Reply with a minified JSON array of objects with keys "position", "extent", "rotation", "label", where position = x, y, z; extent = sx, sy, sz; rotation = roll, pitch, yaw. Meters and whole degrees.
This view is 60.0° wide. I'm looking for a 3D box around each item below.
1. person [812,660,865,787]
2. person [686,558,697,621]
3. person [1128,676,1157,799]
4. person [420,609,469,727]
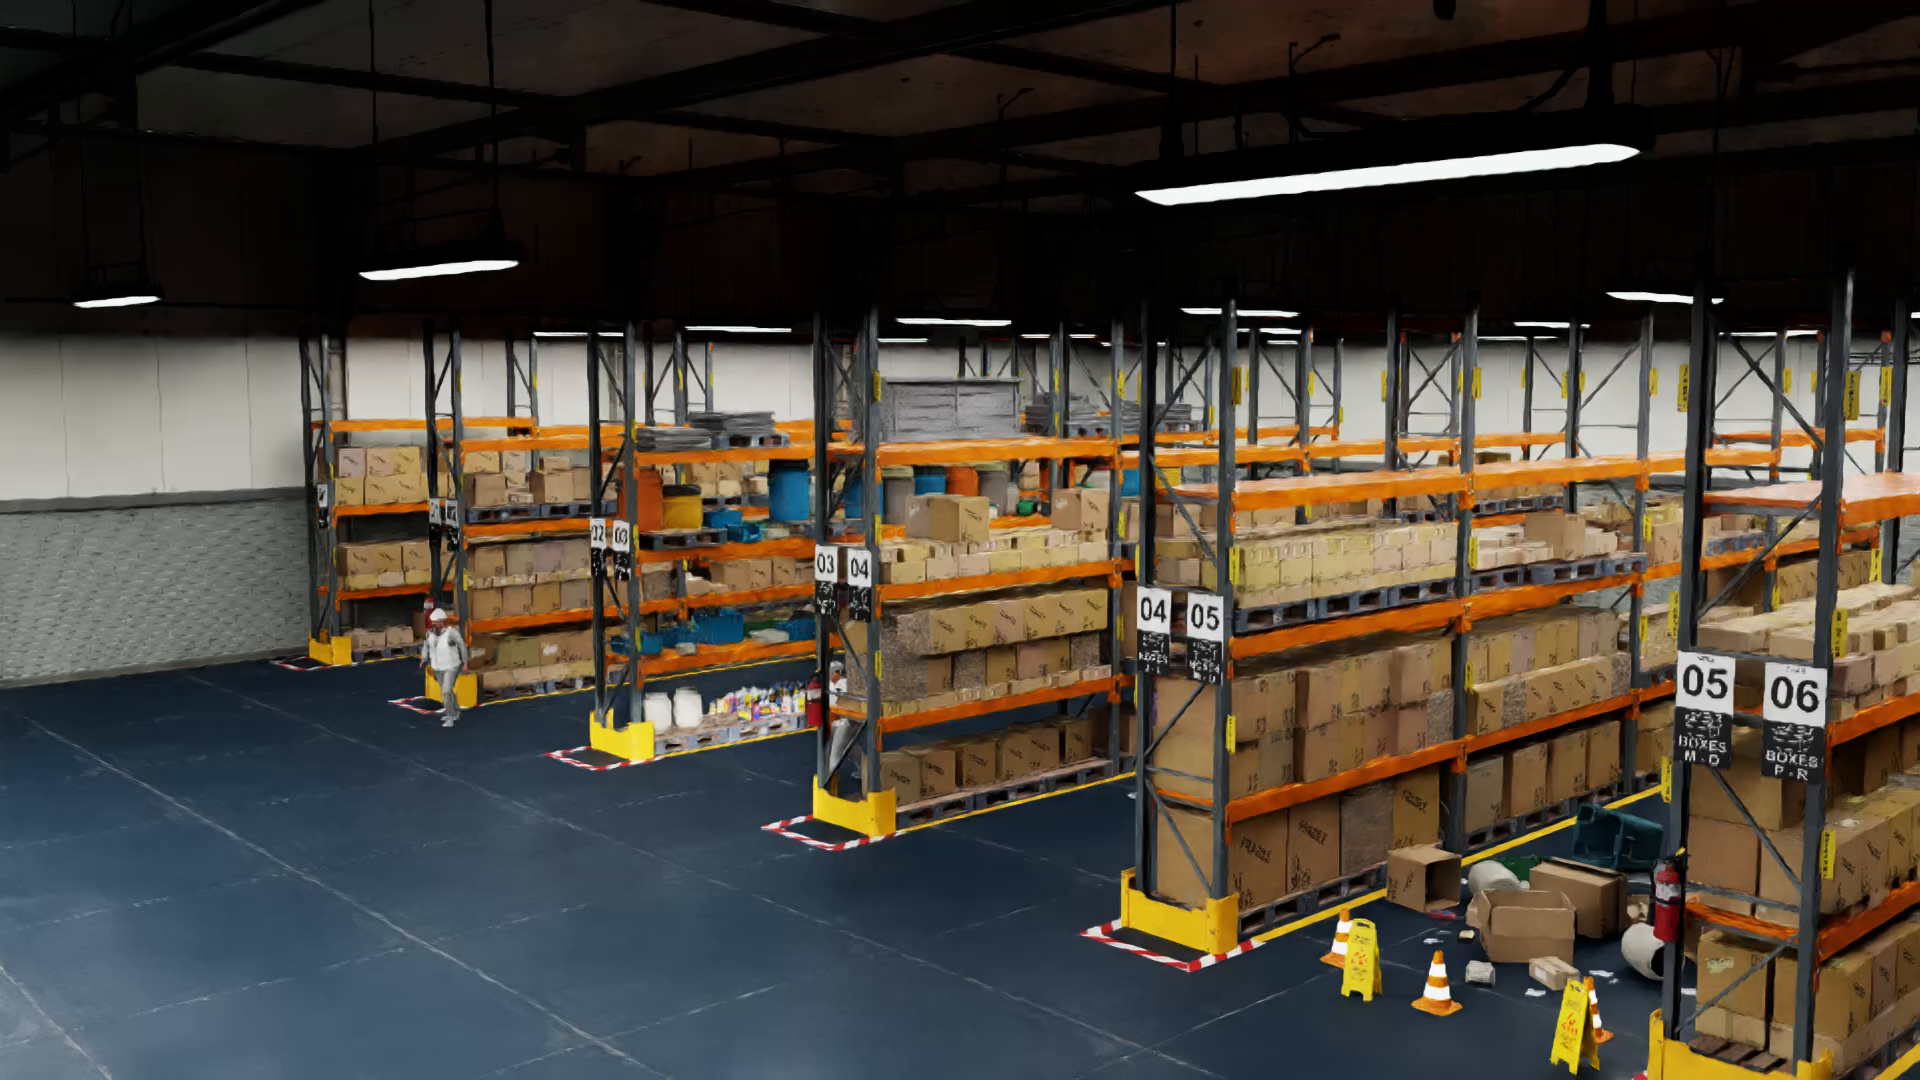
[{"position":[-1.494,2.271,20.761],"extent":[1.090,1.583,0.497],"rotation":[-5,8,-40],"label":"person"},{"position":[-5.110,1.146,31.433],"extent":[0.441,1.675,0.498],"rotation":[2,6,17],"label":"person"},{"position":[2.497,2.365,20.141],"extent":[0.415,1.517,1.042],"rotation":[6,8,45],"label":"person"},{"position":[-7.536,1.845,24.377],"extent":[0.676,1.717,0.780],"rotation":[3,6,26],"label":"person"}]
